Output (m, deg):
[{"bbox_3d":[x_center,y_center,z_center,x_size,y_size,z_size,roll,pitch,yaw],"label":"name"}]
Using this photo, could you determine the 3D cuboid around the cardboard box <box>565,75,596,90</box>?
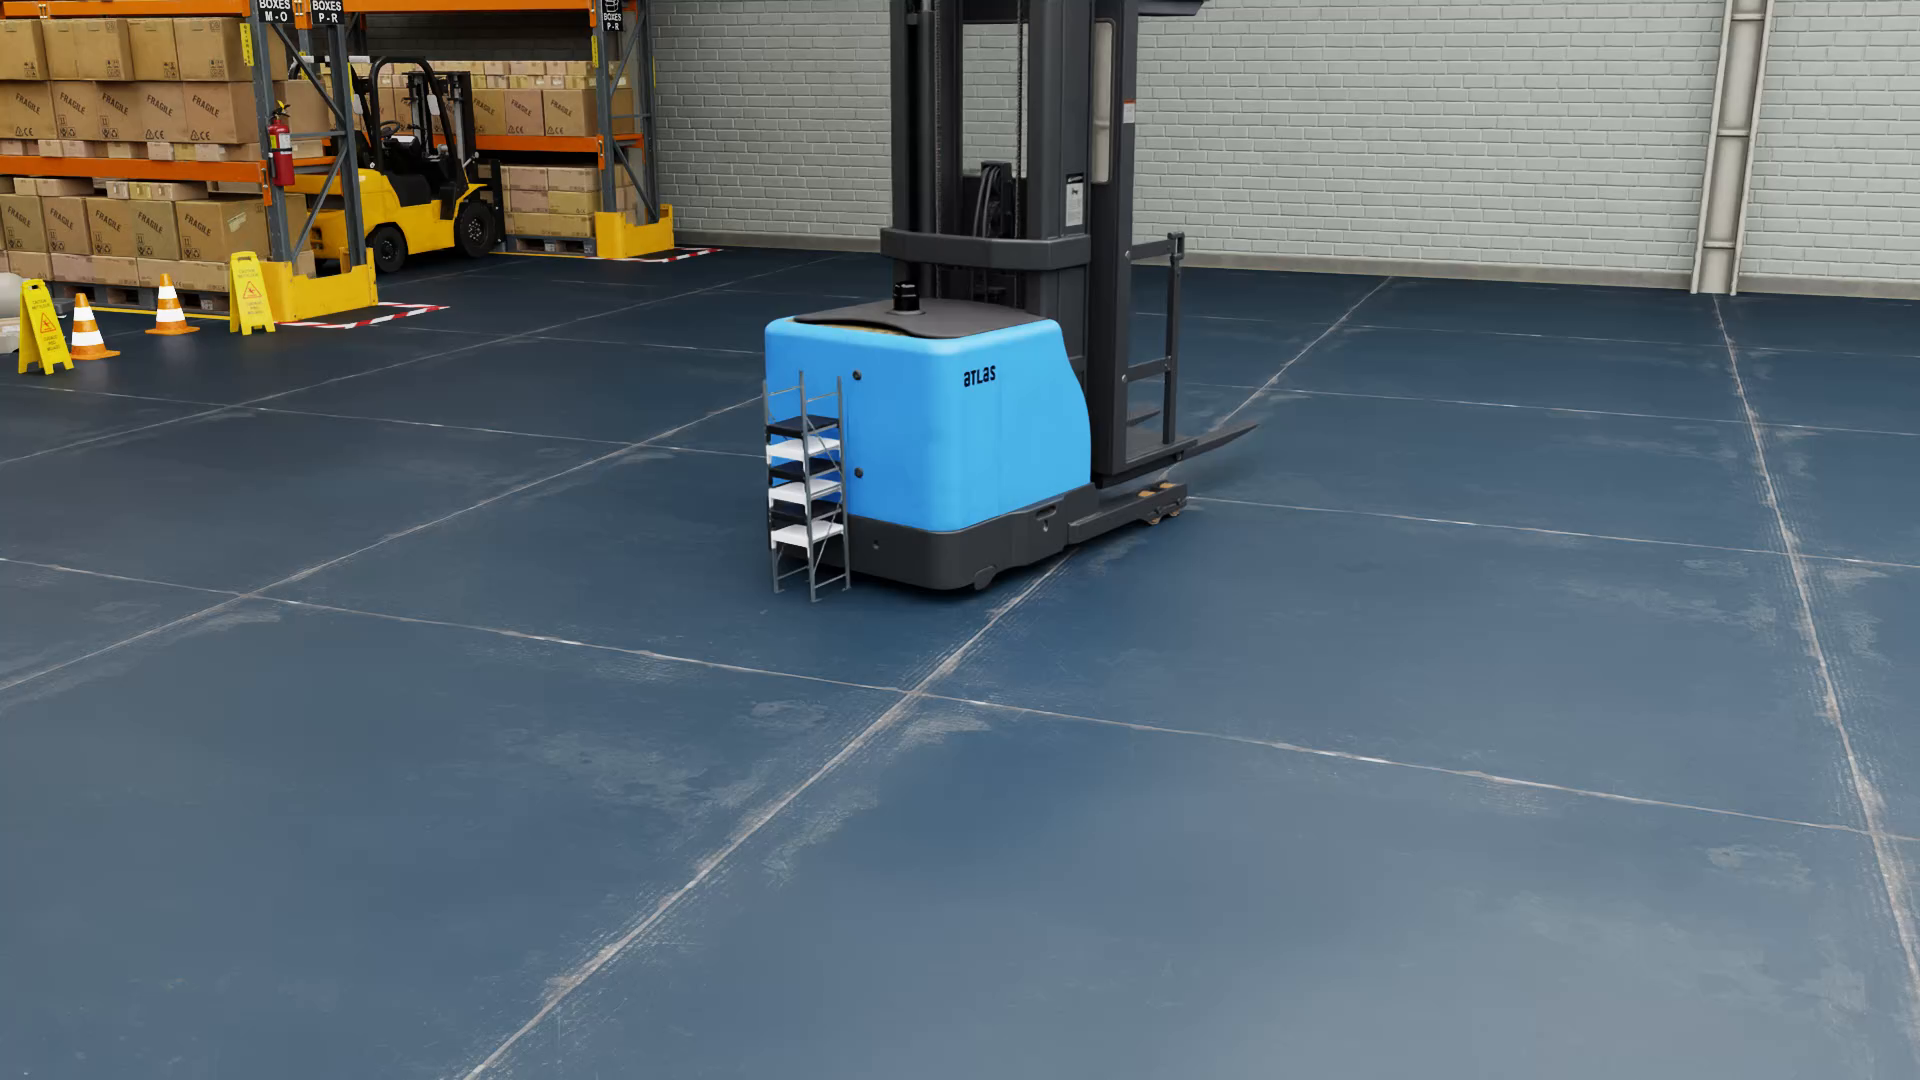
[{"bbox_3d":[-4.132,-5.037,18.301,0.250,0.149,0.380,7,17,21],"label":"cardboard box"}]

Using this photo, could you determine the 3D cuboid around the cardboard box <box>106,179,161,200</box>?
[{"bbox_3d":[-7.209,-3.068,14.532,0.250,0.149,0.380,7,18,23],"label":"cardboard box"}]

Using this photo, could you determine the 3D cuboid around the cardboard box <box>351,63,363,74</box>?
[{"bbox_3d":[-6.957,-5.518,19.424,0.250,0.149,0.380,7,17,21],"label":"cardboard box"}]

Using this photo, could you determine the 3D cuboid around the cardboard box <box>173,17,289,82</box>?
[{"bbox_3d":[-6.080,-4.094,13.888,0.500,0.500,0.700,6,17,19],"label":"cardboard box"}]

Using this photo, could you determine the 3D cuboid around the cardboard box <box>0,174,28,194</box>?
[{"bbox_3d":[-8.701,-3.230,15.090,0.250,0.149,0.380,7,17,21],"label":"cardboard box"}]

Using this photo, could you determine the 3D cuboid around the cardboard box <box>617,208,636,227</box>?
[{"bbox_3d":[-4.092,-3.697,19.206,0.500,0.250,0.500,6,17,21],"label":"cardboard box"}]

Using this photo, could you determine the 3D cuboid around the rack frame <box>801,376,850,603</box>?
[{"bbox_3d":[-0.542,-0.202,6.739,0.006,0.900,0.240,12,22,35],"label":"rack frame"}]

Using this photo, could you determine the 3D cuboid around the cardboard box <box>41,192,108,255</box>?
[{"bbox_3d":[-7.812,-2.842,14.916,0.500,0.500,0.500,7,18,24],"label":"cardboard box"}]

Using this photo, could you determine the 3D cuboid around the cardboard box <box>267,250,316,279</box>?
[{"bbox_3d":[-6.173,-2.462,14.954,0.500,0.250,0.500,6,17,20],"label":"cardboard box"}]

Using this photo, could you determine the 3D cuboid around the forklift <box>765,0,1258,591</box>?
[{"bbox_3d":[0.448,-1.550,7.754,1.130,2.935,3.031,12,20,35],"label":"forklift"}]

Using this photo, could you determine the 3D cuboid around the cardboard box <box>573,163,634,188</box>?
[{"bbox_3d":[-4.084,-4.174,19.057,0.500,0.250,0.500,6,17,20],"label":"cardboard box"}]

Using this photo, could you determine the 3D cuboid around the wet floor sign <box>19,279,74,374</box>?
[{"bbox_3d":[-6.493,-1.513,11.727,0.232,0.644,0.267,3,17,11],"label":"wet floor sign"}]

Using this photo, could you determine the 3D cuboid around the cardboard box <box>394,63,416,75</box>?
[{"bbox_3d":[-6.270,-5.417,19.077,0.250,0.149,0.380,6,17,20],"label":"cardboard box"}]

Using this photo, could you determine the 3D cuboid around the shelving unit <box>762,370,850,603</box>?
[{"bbox_3d":[-0.624,-0.219,6.797,0.210,0.900,0.258,12,22,35],"label":"shelving unit"}]

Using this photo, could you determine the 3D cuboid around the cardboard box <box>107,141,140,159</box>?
[{"bbox_3d":[-7.166,-3.402,14.462,0.250,0.149,0.380,6,17,20],"label":"cardboard box"}]

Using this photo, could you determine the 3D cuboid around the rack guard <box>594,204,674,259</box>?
[{"bbox_3d":[-3.684,-3.512,18.874,0.348,0.500,1.175,6,17,21],"label":"rack guard"}]

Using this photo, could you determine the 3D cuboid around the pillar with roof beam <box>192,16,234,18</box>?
[{"bbox_3d":[-11.185,-7.398,17.016,0.400,9.000,9.100,6,17,21],"label":"pillar with roof beam"}]

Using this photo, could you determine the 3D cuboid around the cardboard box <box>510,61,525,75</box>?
[{"bbox_3d":[-4.816,-5.281,18.607,0.250,0.149,0.380,6,17,21],"label":"cardboard box"}]

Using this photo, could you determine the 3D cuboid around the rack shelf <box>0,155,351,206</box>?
[{"bbox_3d":[-7.385,-3.286,14.903,4.000,0.370,1.077,6,17,21],"label":"rack shelf"}]

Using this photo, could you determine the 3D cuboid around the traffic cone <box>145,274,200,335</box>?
[{"bbox_3d":[-6.398,-1.918,13.451,0.334,0.463,0.336,6,17,21],"label":"traffic cone"}]

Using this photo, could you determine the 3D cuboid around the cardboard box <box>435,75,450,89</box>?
[{"bbox_3d":[-5.796,-5.219,18.929,0.250,0.149,0.380,6,17,19],"label":"cardboard box"}]

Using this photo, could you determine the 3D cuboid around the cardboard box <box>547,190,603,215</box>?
[{"bbox_3d":[-4.274,-3.805,18.681,0.500,0.250,0.500,6,17,20],"label":"cardboard box"}]

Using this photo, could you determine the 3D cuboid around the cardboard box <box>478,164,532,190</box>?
[{"bbox_3d":[-5.200,-4.142,18.946,0.500,0.250,0.500,7,17,21],"label":"cardboard box"}]

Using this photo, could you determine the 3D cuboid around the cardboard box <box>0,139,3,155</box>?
[{"bbox_3d":[-8.558,-3.568,15.036,0.250,0.149,0.380,6,17,20],"label":"cardboard box"}]

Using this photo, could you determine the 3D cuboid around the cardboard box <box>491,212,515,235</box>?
[{"bbox_3d":[-5.181,-3.669,19.110,0.500,0.250,0.500,6,17,21],"label":"cardboard box"}]

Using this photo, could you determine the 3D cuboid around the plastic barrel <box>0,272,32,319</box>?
[{"bbox_3d":[-8.001,-2.008,13.832,0.512,0.421,0.421,-9,18,-27],"label":"plastic barrel"}]

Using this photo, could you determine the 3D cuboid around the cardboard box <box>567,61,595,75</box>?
[{"bbox_3d":[-4.117,-5.199,18.326,0.250,0.149,0.380,6,17,21],"label":"cardboard box"}]

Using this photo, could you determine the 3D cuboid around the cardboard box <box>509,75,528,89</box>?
[{"bbox_3d":[-4.826,-5.126,18.608,0.250,0.149,0.380,6,17,20],"label":"cardboard box"}]

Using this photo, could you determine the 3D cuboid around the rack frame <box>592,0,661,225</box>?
[{"bbox_3d":[-3.707,-4.715,18.534,0.127,3.000,1.000,6,17,21],"label":"rack frame"}]

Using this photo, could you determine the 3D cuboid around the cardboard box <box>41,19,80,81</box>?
[{"bbox_3d":[-7.473,-4.260,14.461,0.500,0.500,0.700,6,17,20],"label":"cardboard box"}]

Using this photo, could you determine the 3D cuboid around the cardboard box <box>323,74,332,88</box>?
[{"bbox_3d":[-7.228,-5.383,19.491,0.250,0.149,0.380,6,17,20],"label":"cardboard box"}]

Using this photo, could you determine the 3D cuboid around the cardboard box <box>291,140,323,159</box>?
[{"bbox_3d":[-5.764,-3.395,14.437,0.250,0.149,0.380,6,17,21],"label":"cardboard box"}]

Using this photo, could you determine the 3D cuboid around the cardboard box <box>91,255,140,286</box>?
[{"bbox_3d":[-7.343,-2.428,14.836,0.500,0.250,0.500,6,17,19],"label":"cardboard box"}]

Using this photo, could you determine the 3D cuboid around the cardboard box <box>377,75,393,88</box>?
[{"bbox_3d":[-6.531,-5.293,19.181,0.250,0.149,0.380,7,17,22],"label":"cardboard box"}]

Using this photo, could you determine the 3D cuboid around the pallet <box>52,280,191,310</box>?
[{"bbox_3d":[-7.469,-2.313,15.263,1.213,0.211,1.003,6,17,21],"label":"pallet"}]

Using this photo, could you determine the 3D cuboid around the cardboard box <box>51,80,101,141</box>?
[{"bbox_3d":[-7.523,-3.763,14.543,0.500,0.500,0.500,6,17,21],"label":"cardboard box"}]

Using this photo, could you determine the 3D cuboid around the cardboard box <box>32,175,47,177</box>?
[{"bbox_3d":[-11.621,-4.522,21.599,0.500,0.500,0.500,7,18,22],"label":"cardboard box"}]

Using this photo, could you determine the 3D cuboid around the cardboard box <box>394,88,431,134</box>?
[{"bbox_3d":[-6.149,-4.958,19.193,0.500,0.500,0.500,6,17,20],"label":"cardboard box"}]

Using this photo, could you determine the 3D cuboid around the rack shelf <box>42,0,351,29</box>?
[{"bbox_3d":[-9.288,-6.423,20.330,4.000,0.370,1.077,6,17,21],"label":"rack shelf"}]

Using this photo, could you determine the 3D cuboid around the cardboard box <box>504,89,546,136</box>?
[{"bbox_3d":[-4.740,-4.800,18.650,0.500,0.500,0.500,7,18,22],"label":"cardboard box"}]

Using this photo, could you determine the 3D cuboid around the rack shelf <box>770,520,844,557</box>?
[{"bbox_3d":[-0.620,-0.015,6.862,0.200,0.077,0.258,12,22,35],"label":"rack shelf"}]

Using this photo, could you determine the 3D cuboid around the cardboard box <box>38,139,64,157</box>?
[{"bbox_3d":[-7.883,-3.467,14.686,0.250,0.149,0.380,6,17,21],"label":"cardboard box"}]

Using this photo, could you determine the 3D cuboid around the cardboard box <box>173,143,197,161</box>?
[{"bbox_3d":[-6.458,-3.318,14.173,0.250,0.149,0.380,6,17,20],"label":"cardboard box"}]

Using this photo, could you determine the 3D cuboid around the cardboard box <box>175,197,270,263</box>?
[{"bbox_3d":[-6.365,-2.683,14.367,0.500,0.500,0.500,6,17,21],"label":"cardboard box"}]

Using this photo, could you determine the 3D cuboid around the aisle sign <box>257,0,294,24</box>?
[{"bbox_3d":[-5.573,-4.594,13.454,0.004,0.787,0.394,6,17,21],"label":"aisle sign"}]

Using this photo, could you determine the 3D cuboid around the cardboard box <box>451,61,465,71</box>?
[{"bbox_3d":[-5.546,-5.354,18.861,0.250,0.149,0.380,7,17,21],"label":"cardboard box"}]

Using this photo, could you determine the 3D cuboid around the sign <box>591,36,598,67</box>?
[{"bbox_3d":[-3.919,-5.245,17.859,0.005,0.325,0.100,6,17,21],"label":"sign"}]

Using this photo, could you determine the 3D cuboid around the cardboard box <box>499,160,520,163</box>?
[{"bbox_3d":[-5.486,-4.333,19.603,0.500,0.250,0.500,6,17,20],"label":"cardboard box"}]

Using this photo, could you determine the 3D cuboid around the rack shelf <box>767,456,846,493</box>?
[{"bbox_3d":[-0.625,-0.273,6.780,0.200,0.077,0.258,12,22,35],"label":"rack shelf"}]

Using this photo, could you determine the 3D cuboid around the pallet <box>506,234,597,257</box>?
[{"bbox_3d":[-4.433,-3.443,19.154,1.213,0.211,1.003,6,17,21],"label":"pallet"}]

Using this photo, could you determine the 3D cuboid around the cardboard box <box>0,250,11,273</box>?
[{"bbox_3d":[-8.796,-2.587,15.383,0.500,0.250,0.500,5,17,18],"label":"cardboard box"}]

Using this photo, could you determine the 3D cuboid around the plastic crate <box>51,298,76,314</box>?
[{"bbox_3d":[-8.086,-2.061,14.629,0.583,0.080,0.402,0,16,1],"label":"plastic crate"}]

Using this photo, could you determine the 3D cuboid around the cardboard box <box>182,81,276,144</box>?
[{"bbox_3d":[-6.130,-3.602,13.988,0.500,0.500,0.500,6,17,20],"label":"cardboard box"}]

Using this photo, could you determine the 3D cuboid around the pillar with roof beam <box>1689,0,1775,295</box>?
[{"bbox_3d":[5.560,-5.557,10.673,0.400,9.000,9.100,6,17,21],"label":"pillar with roof beam"}]
